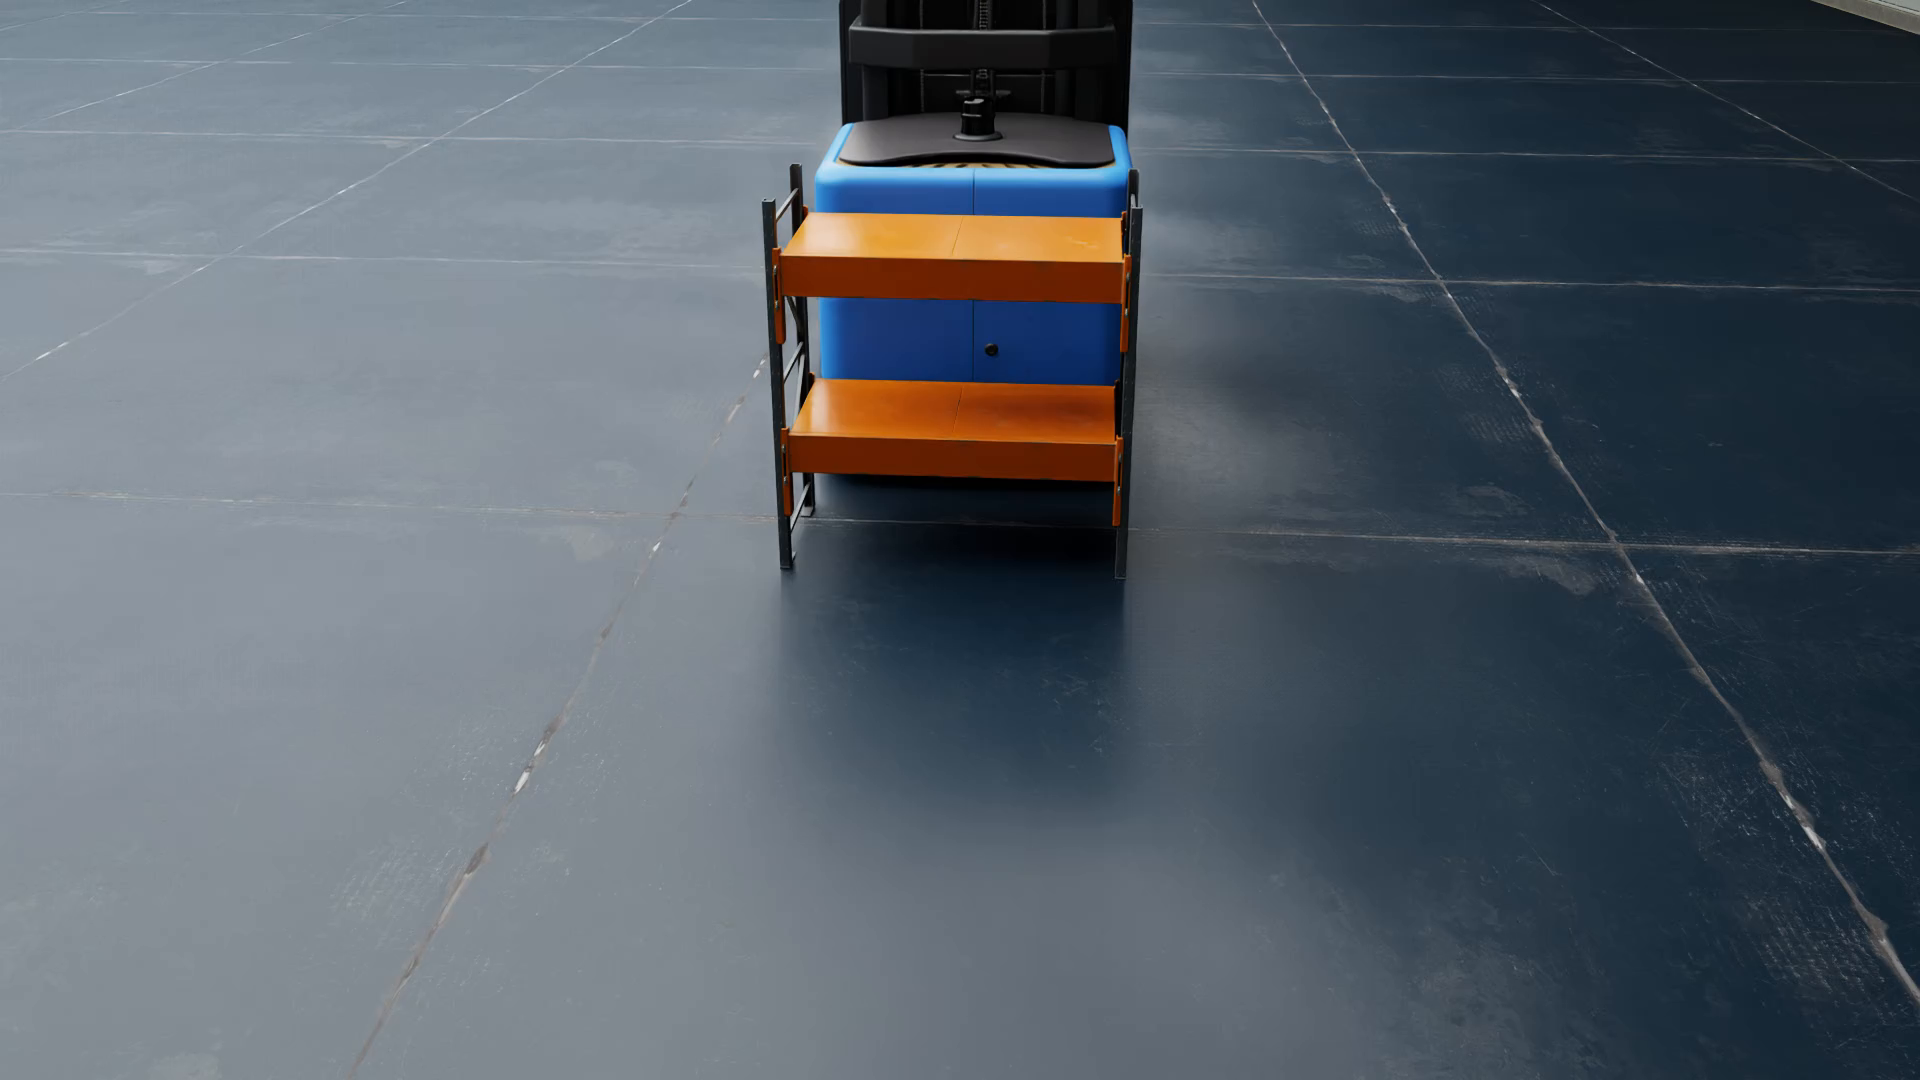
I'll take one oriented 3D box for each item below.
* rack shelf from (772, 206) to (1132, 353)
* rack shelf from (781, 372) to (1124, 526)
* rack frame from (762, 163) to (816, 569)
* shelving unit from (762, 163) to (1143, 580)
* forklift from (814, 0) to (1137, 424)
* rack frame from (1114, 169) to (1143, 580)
[{"bbox_3d":[-0.007,-0.777,4.893,1.000,0.278,0.538,2,25,4],"label":"rack shelf"},{"bbox_3d":[-0.007,-0.289,5.118,1.000,0.278,0.538,2,25,4],"label":"rack shelf"},{"bbox_3d":[-0.514,-0.527,5.051,0.032,1.125,0.500,2,25,4],"label":"rack frame"},{"bbox_3d":[-0.007,-0.511,5.015,1.048,1.125,0.538,2,25,4],"label":"shelving unit"},{"bbox_3d":[0.105,-2.127,6.366,1.130,2.935,3.031,1,25,2],"label":"forklift"},{"bbox_3d":[0.500,-0.495,4.980,0.032,1.125,0.500,2,25,4],"label":"rack frame"}]
